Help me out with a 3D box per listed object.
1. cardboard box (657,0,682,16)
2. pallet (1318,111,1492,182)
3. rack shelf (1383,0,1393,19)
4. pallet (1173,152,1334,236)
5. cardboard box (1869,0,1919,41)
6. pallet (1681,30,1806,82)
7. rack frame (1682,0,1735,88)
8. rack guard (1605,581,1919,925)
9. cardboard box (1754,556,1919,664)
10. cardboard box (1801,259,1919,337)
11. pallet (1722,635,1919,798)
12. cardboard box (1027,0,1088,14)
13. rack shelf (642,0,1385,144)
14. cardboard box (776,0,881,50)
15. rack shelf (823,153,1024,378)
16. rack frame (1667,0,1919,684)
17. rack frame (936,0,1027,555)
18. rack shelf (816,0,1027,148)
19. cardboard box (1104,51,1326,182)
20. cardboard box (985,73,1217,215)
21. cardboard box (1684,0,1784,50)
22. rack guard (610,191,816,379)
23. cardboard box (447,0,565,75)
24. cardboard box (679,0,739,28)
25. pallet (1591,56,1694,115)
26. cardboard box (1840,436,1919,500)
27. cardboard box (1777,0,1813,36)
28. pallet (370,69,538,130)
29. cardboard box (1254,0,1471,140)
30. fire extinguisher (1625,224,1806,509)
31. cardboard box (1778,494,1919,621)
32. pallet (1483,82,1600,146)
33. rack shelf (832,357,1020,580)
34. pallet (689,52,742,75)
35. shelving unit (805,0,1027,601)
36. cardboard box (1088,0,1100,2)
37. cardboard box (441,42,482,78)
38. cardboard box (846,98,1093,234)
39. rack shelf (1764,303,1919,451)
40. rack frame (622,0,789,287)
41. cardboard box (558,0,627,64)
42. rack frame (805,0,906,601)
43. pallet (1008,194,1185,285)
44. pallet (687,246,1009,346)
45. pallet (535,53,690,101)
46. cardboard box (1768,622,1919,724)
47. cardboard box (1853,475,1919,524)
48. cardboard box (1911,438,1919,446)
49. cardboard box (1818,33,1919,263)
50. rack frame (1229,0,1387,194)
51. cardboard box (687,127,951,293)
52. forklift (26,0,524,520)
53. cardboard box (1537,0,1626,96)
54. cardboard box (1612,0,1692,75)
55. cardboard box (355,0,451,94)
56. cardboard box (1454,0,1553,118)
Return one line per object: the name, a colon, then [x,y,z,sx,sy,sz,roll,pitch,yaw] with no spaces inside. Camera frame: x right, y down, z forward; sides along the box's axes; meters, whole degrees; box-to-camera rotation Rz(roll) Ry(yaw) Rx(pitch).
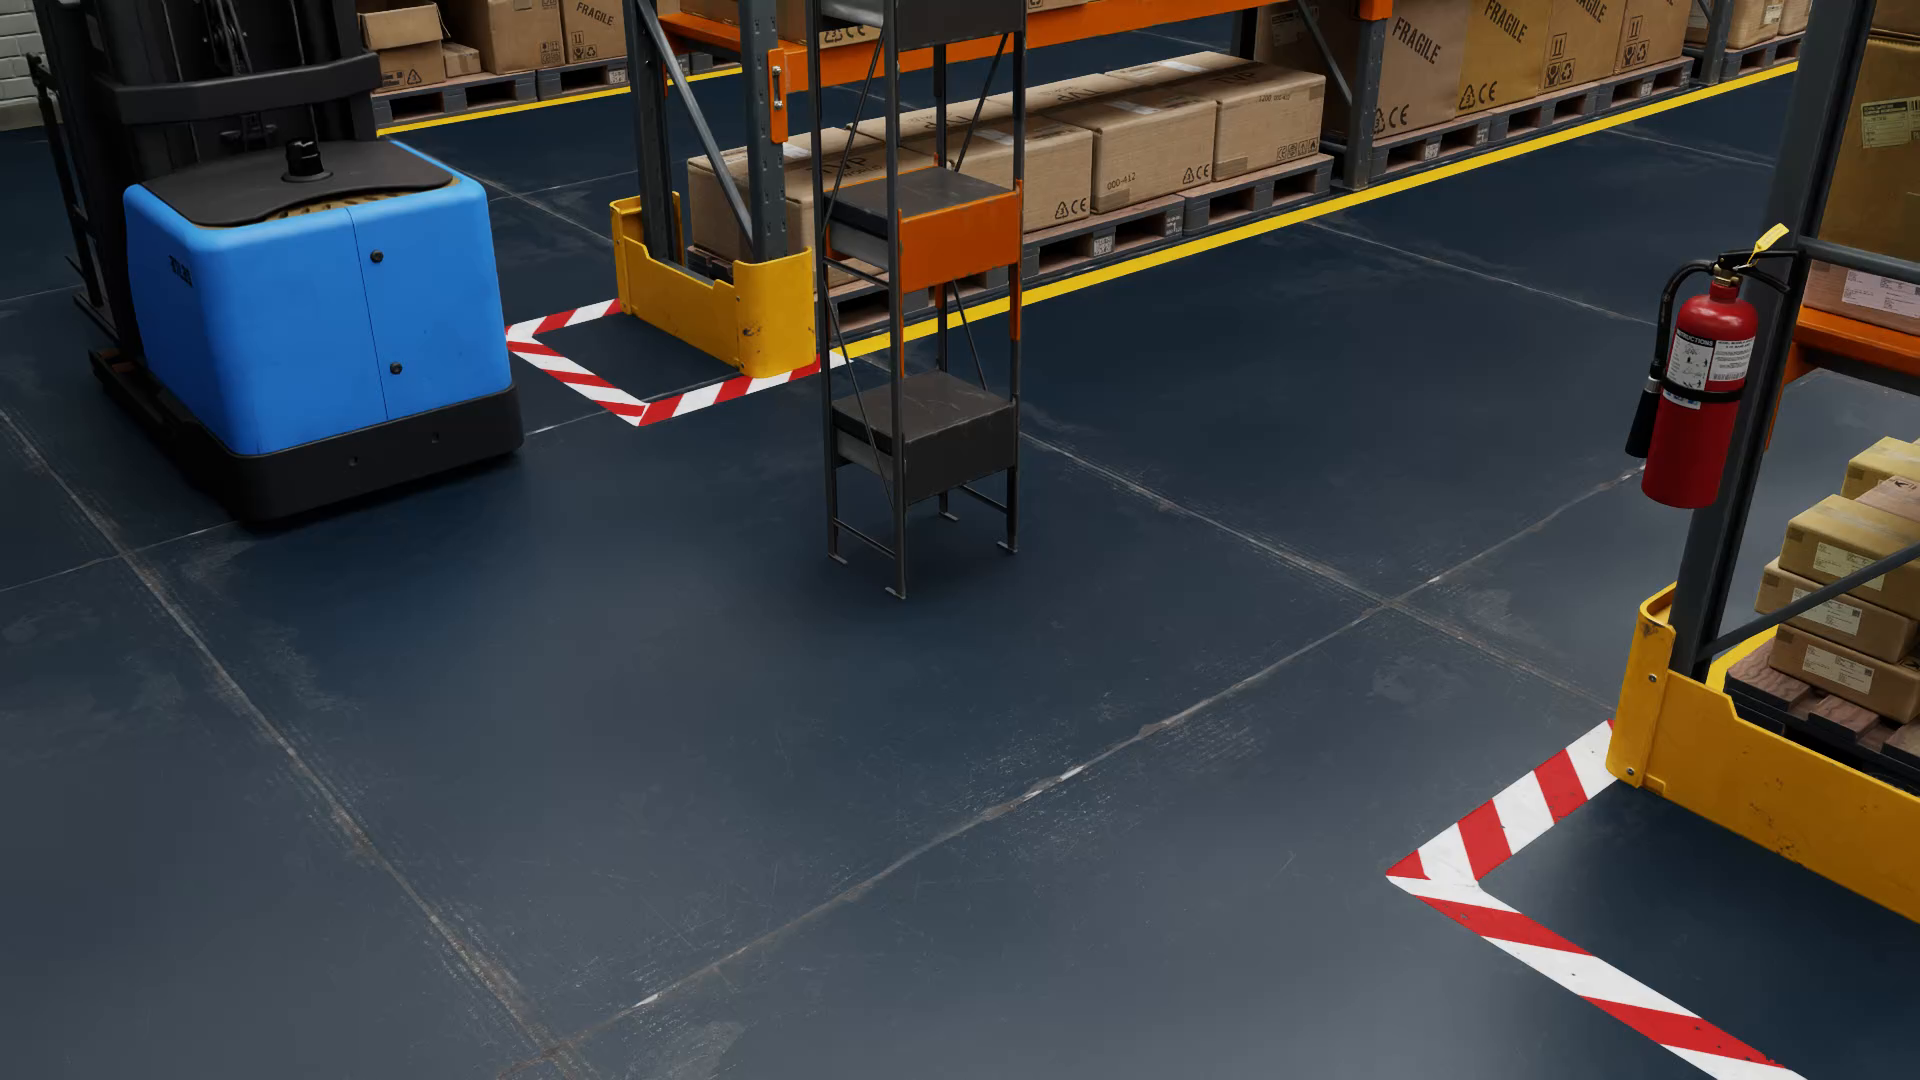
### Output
cardboard box: [-2.319,-3.840,11.960,0.500,0.500,0.700,-23,36,-37]
pallet: [2.494,-2.517,10.237,1.213,0.211,1.003,-22,35,-35]
rack shelf: [3.478,-3.779,10.402,4.000,0.370,1.077,-22,35,-35]
pallet: [1.327,-2.050,9.362,1.213,0.211,1.003,-22,35,-35]
cardboard box: [2.390,-1.362,3.634,0.500,0.500,0.500,-23,36,-36]
pallet: [5.595,-3.717,12.481,1.213,0.211,1.003,-22,35,-35]
rack frame: [4.999,-4.708,11.377,0.127,3.000,1.000,-22,35,-35]
rack guard: [2.261,0.563,4.167,0.348,0.500,1.175,-22,35,-35]
cardboard box: [2.419,0.161,4.531,0.250,0.149,0.380,-23,36,-36]
cardboard box: [2.268,-0.607,3.970,0.250,0.149,0.380,-22,35,-35]
pallet: [2.902,0.454,4.676,1.213,0.211,1.003,-22,35,-35]
cardboard box: [0.230,-2.662,7.444,0.500,0.500,0.500,-22,35,-35]
rack shelf: [0.435,-2.555,8.112,4.000,0.370,1.077,-22,35,-35]
cardboard box: [-0.535,-2.349,6.856,0.500,0.500,0.500,-22,35,-35]
rack shelf: [-0.126,-0.863,5.167,0.480,0.518,0.431,-22,35,-35]
rack frame: [2.203,-0.517,3.534,0.127,3.000,1.000,-22,35,-35]
rack frame: [0.060,-0.950,5.300,0.015,2.100,0.400,-22,35,-35]
rack shelf: [-0.126,-1.481,4.837,0.480,0.518,0.431,-22,35,-35]
cardboard box: [1.409,-2.386,9.305,0.875,0.438,0.875,-22,35,-36]
cardboard box: [0.728,-2.112,8.792,0.875,0.438,0.875,-23,36,-36]
cardboard box: [5.436,-3.903,12.214,0.625,0.372,0.950,-25,37,-38]
rack guard: [-1.105,-1.151,7.373,0.348,0.500,1.175,-22,35,-35]
cardboard box: [-3.109,-3.523,11.366,0.500,0.500,0.700,-20,34,-33]
cardboard box: [-0.892,-2.547,7.228,0.500,0.500,0.500,-22,35,-35]
pallet: [4.351,-3.264,11.634,1.213,0.211,1.003,-22,35,-35]
cardboard box: [2.784,-0.141,4.779,0.250,0.149,0.380,-23,36,-36]
cardboard box: [5.992,-4.132,12.642,0.625,0.372,0.950,-23,36,-36]
pallet: [-3.647,-3.077,11.284,1.213,0.211,1.003,-22,35,-35]
cardboard box: [2.376,-2.951,9.898,0.875,0.875,0.875,-21,34,-33]
fire extinguisher: [1.712,-0.406,3.806,0.183,0.674,0.296,-22,35,-35]
cardboard box: [2.441,0.040,4.440,0.250,0.149,0.380,-21,35,-34]
pallet: [3.423,-2.893,10.939,1.213,0.211,1.003,-22,35,-35]
rack shelf: [-0.126,-0.246,5.497,0.480,0.518,0.431,-22,35,-35]
pallet: [-1.791,-3.823,12.680,1.213,0.211,1.003,-22,35,-35]
shelving unit: [-0.126,-0.875,5.160,0.503,2.100,0.431,-22,35,-35]
cardboard box: [0.600,-2.822,7.741,0.500,0.500,0.500,-21,34,-33]
cardboard box: [-3.436,-3.236,11.202,0.250,0.149,0.380,-24,36,-37]
cardboard box: [0.041,-1.837,8.277,0.875,0.438,0.875,-21,34,-34]
rack shelf: [3.725,-0.811,4.849,4.000,0.370,1.077,-22,35,-35]
rack frame: [-1.087,-2.261,6.798,0.127,3.000,1.000,-22,35,-35]
cardboard box: [-2.642,-3.649,11.601,0.500,0.500,0.500,-21,35,-34]
rack frame: [-0.312,-0.801,5.021,0.015,2.100,0.400,-22,35,-35]
pallet: [0.398,-1.675,8.660,1.213,0.211,1.003,-22,35,-35]
pallet: [-0.529,-1.303,7.965,1.213,0.211,1.003,-22,35,-35]
pallet: [-2.720,-3.448,11.978,1.213,0.211,1.003,-22,35,-35]
cardboard box: [2.468,0.320,4.548,0.250,0.149,0.380,-21,35,-34]
cardboard box: [2.670,-0.016,4.545,0.250,0.149,0.380,-21,35,-34]
cardboard box: [3.022,-0.197,4.885,0.250,0.149,0.380,-24,36,-37]
cardboard box: [2.378,-0.922,3.870,0.500,0.500,0.500,-21,35,-34]
rack frame: [1.956,-3.484,9.087,0.127,3.000,1.000,-22,35,-35]
cardboard box: [-0.649,-1.554,7.747,0.875,0.438,0.875,-23,36,-37]
forklift: [-2.968,-1.986,6.357,1.130,2.935,3.031,-21,35,-34]
cardboard box: [3.739,-3.503,10.931,0.875,0.875,0.875,-21,35,-34]
cardboard box: [4.420,-3.775,11.439,0.875,0.875,0.875,-22,35,-35]
cardboard box: [-3.784,-3.277,10.902,0.637,0.503,0.797,-24,36,-37]
cardboard box: [3.058,-3.230,10.420,0.875,0.875,0.875,-21,34,-34]
